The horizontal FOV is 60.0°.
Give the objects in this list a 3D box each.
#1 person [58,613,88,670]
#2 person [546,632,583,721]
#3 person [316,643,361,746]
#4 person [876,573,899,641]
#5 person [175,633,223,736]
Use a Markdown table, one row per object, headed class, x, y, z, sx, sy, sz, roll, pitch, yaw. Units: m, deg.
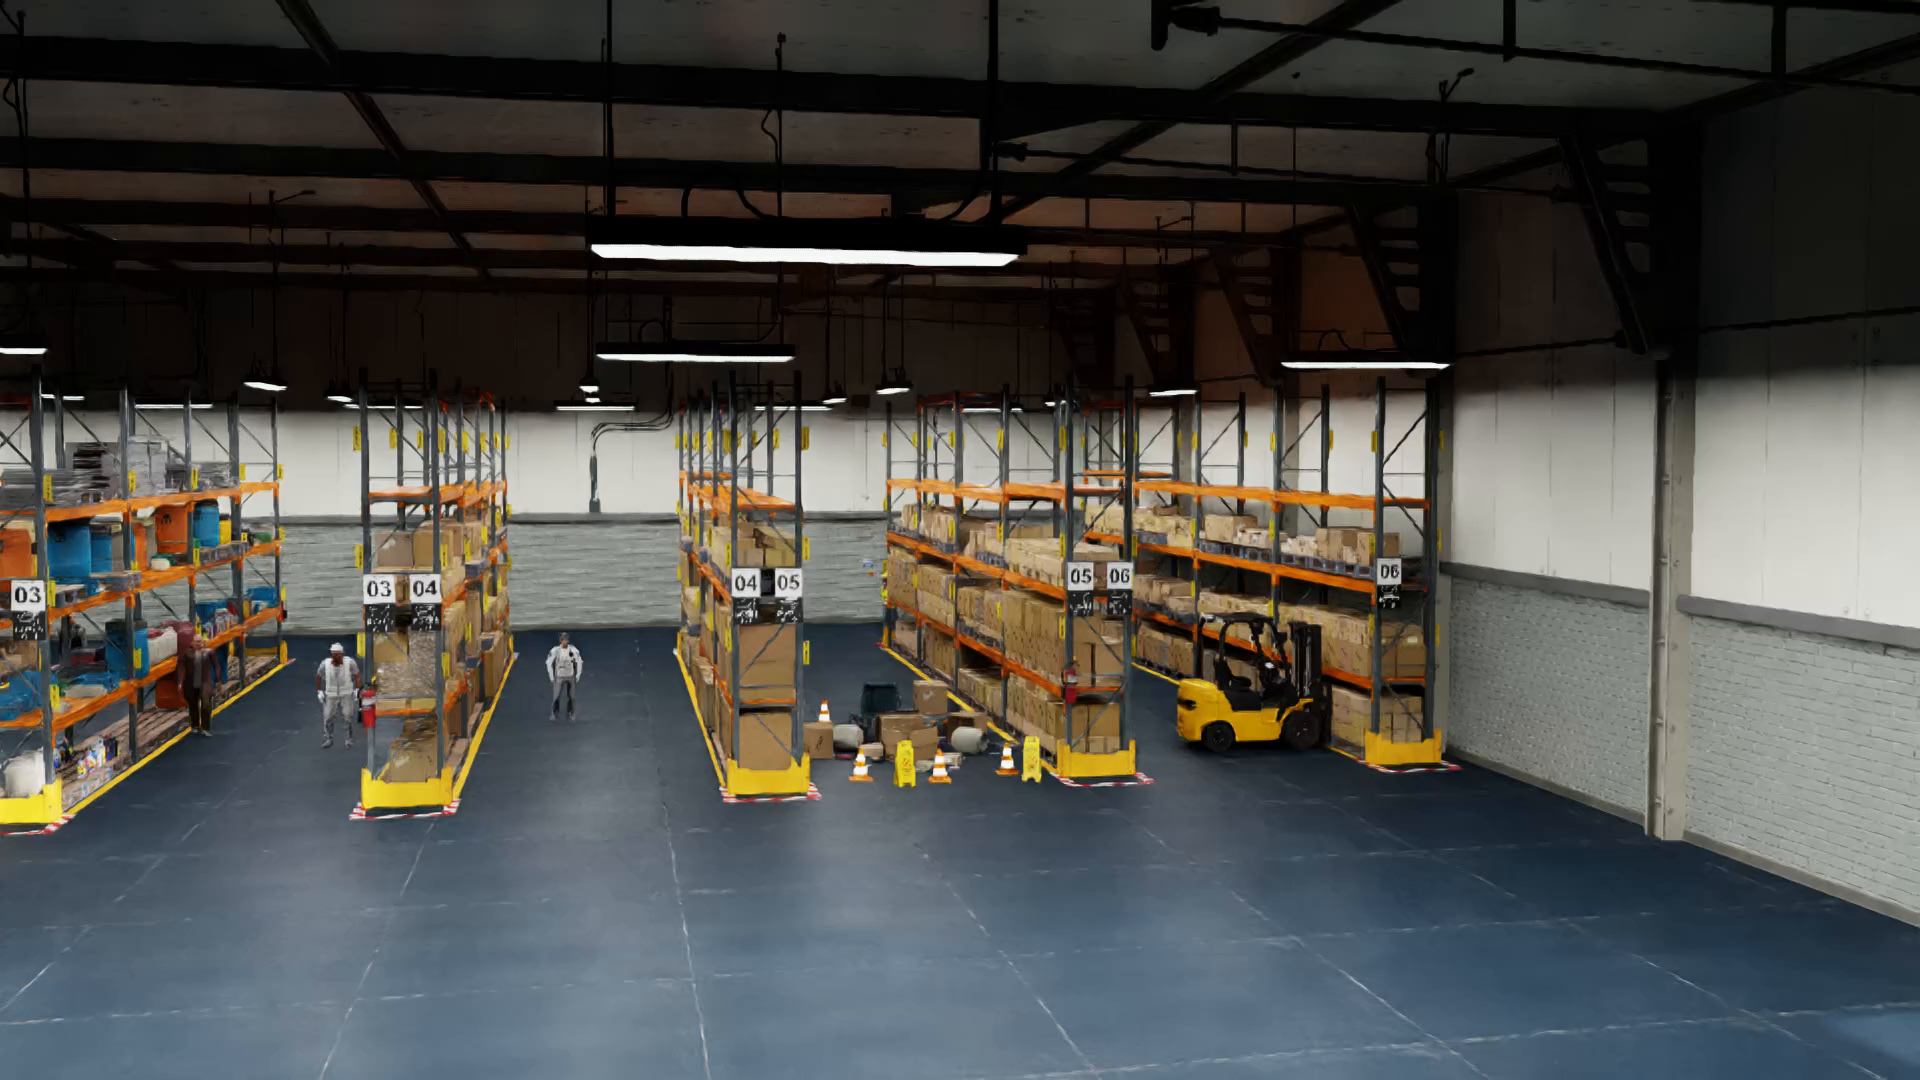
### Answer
| class | x | y | z | sx | sy | sz | roll | pitch | yaw |
| --- | --- | --- | --- | --- | --- | --- | --- | --- | --- |
| person | -17.297 | 2.238 | 32.429 | 0.553 | 1.673 | 1.030 | -1 | 3 | -13 |
| person | -7.062 | 2.427 | 29.692 | 0.637 | 1.632 | 0.505 | -1 | 3 | -14 |
| person | -10.150 | 2.527 | 27.149 | 0.702 | 1.735 | 0.543 | -1 | 4 | -14 |
| person | -1.744 | 1.649 | 41.700 | 0.708 | 1.762 | 0.586 | -3 | 4 | -39 |
| person | -12.970 | 2.443 | 28.378 | 0.731 | 1.748 | 0.767 | -1 | 4 | -20 |
